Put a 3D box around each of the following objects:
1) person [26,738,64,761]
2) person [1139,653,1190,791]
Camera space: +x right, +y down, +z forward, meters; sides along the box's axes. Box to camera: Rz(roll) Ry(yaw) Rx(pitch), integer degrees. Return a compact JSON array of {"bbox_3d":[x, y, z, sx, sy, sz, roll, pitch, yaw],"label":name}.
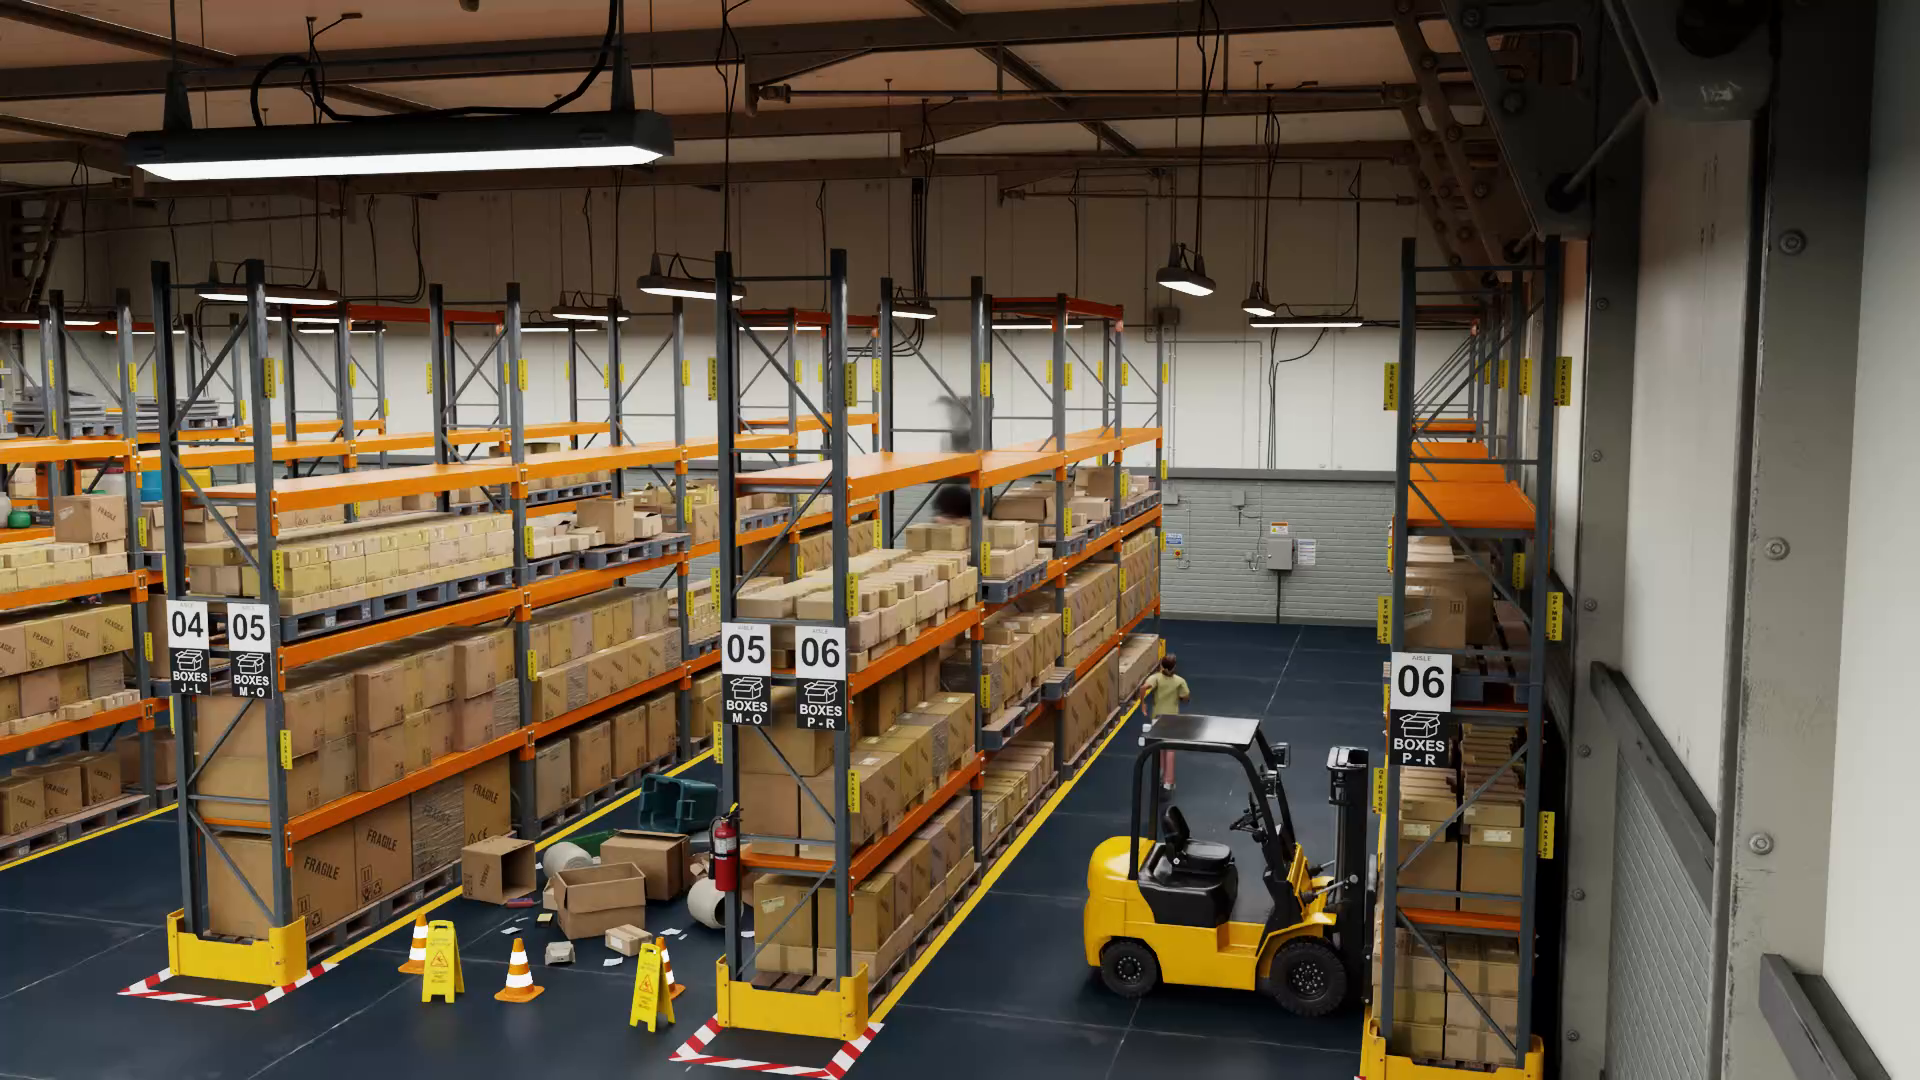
[{"bbox_3d":[-12.132,2.044,21.898,0.506,1.739,0.833,-1,6,-7],"label":"person"},{"bbox_3d":[2.473,2.216,20.096,0.579,1.693,0.846,2,6,17],"label":"person"}]
